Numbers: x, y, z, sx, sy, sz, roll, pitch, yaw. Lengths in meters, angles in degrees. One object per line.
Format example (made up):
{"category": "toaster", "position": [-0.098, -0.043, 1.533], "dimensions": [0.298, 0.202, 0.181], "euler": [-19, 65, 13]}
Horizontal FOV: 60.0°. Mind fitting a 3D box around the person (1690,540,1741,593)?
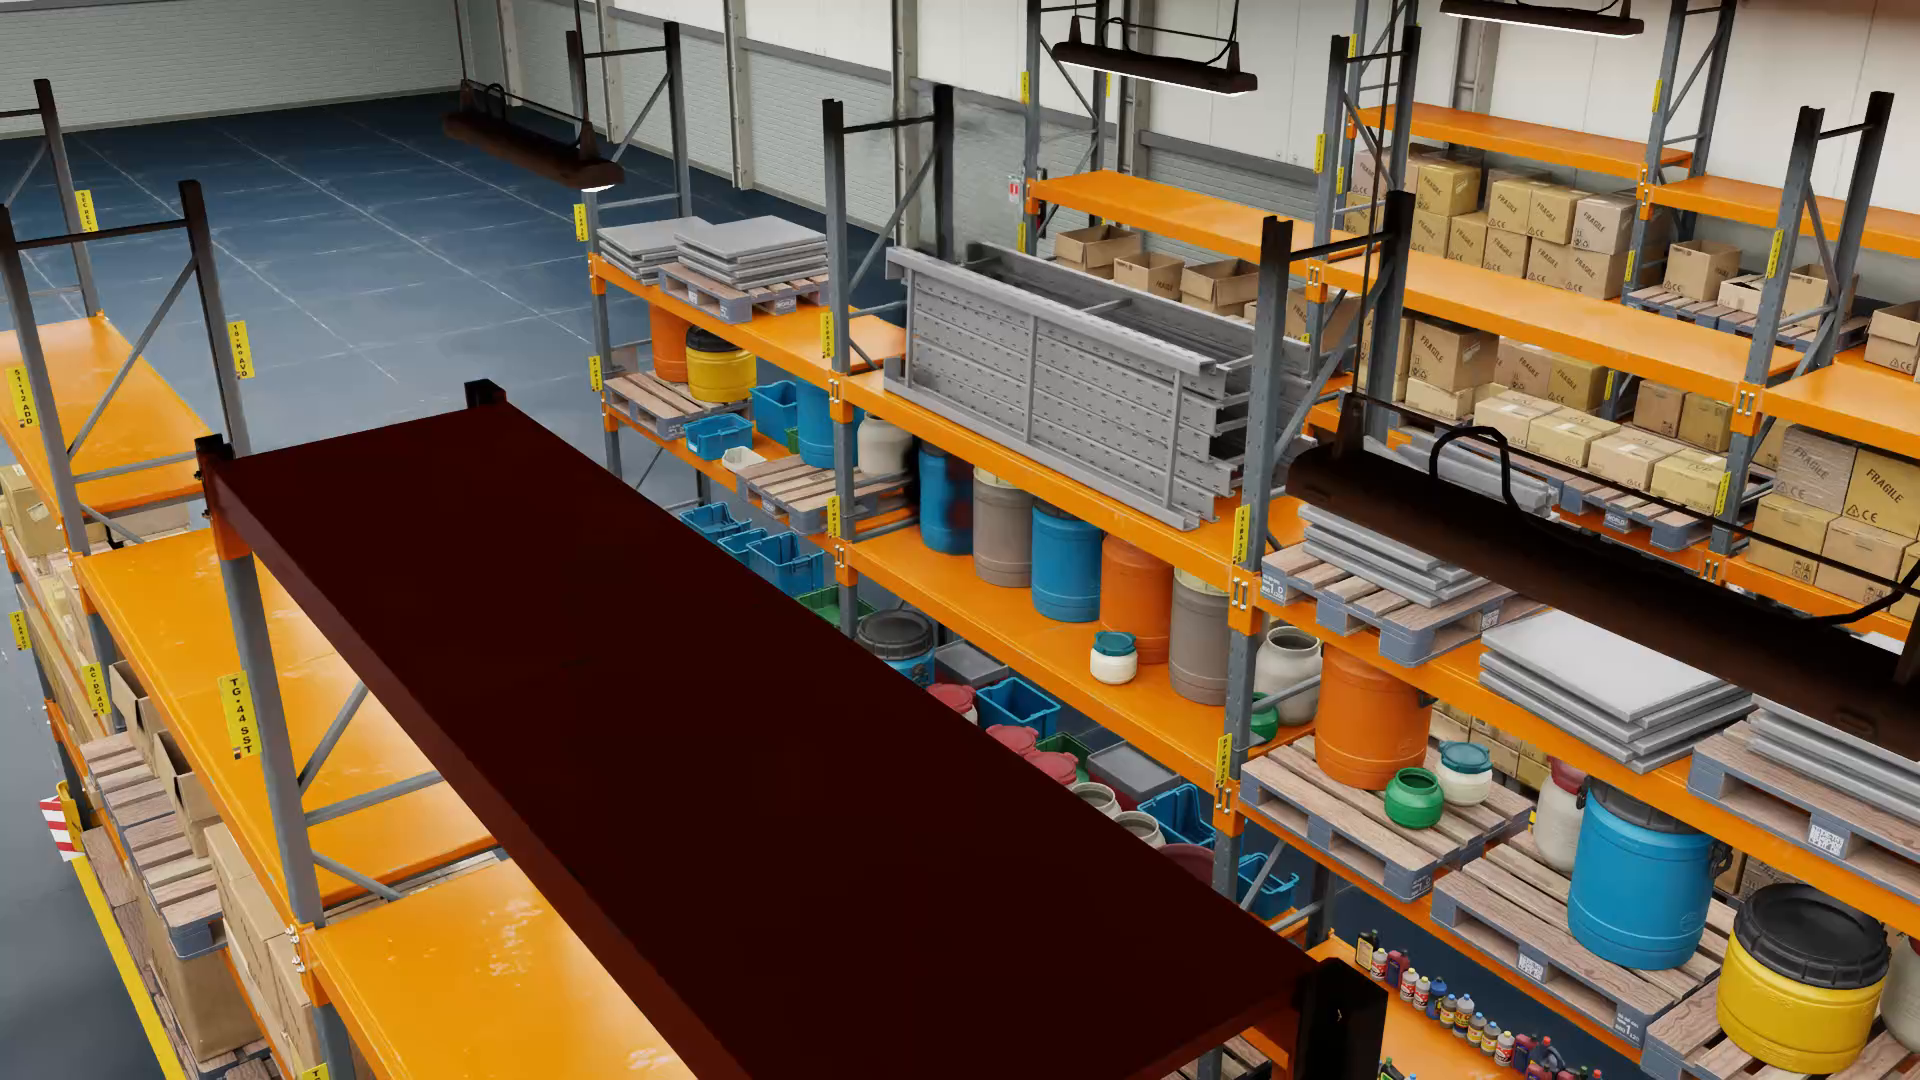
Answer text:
{"category": "person", "position": [7.024, 0.732, 15.384], "dimensions": [0.562, 1.715, 0.857], "euler": [-20, 32, -37]}
